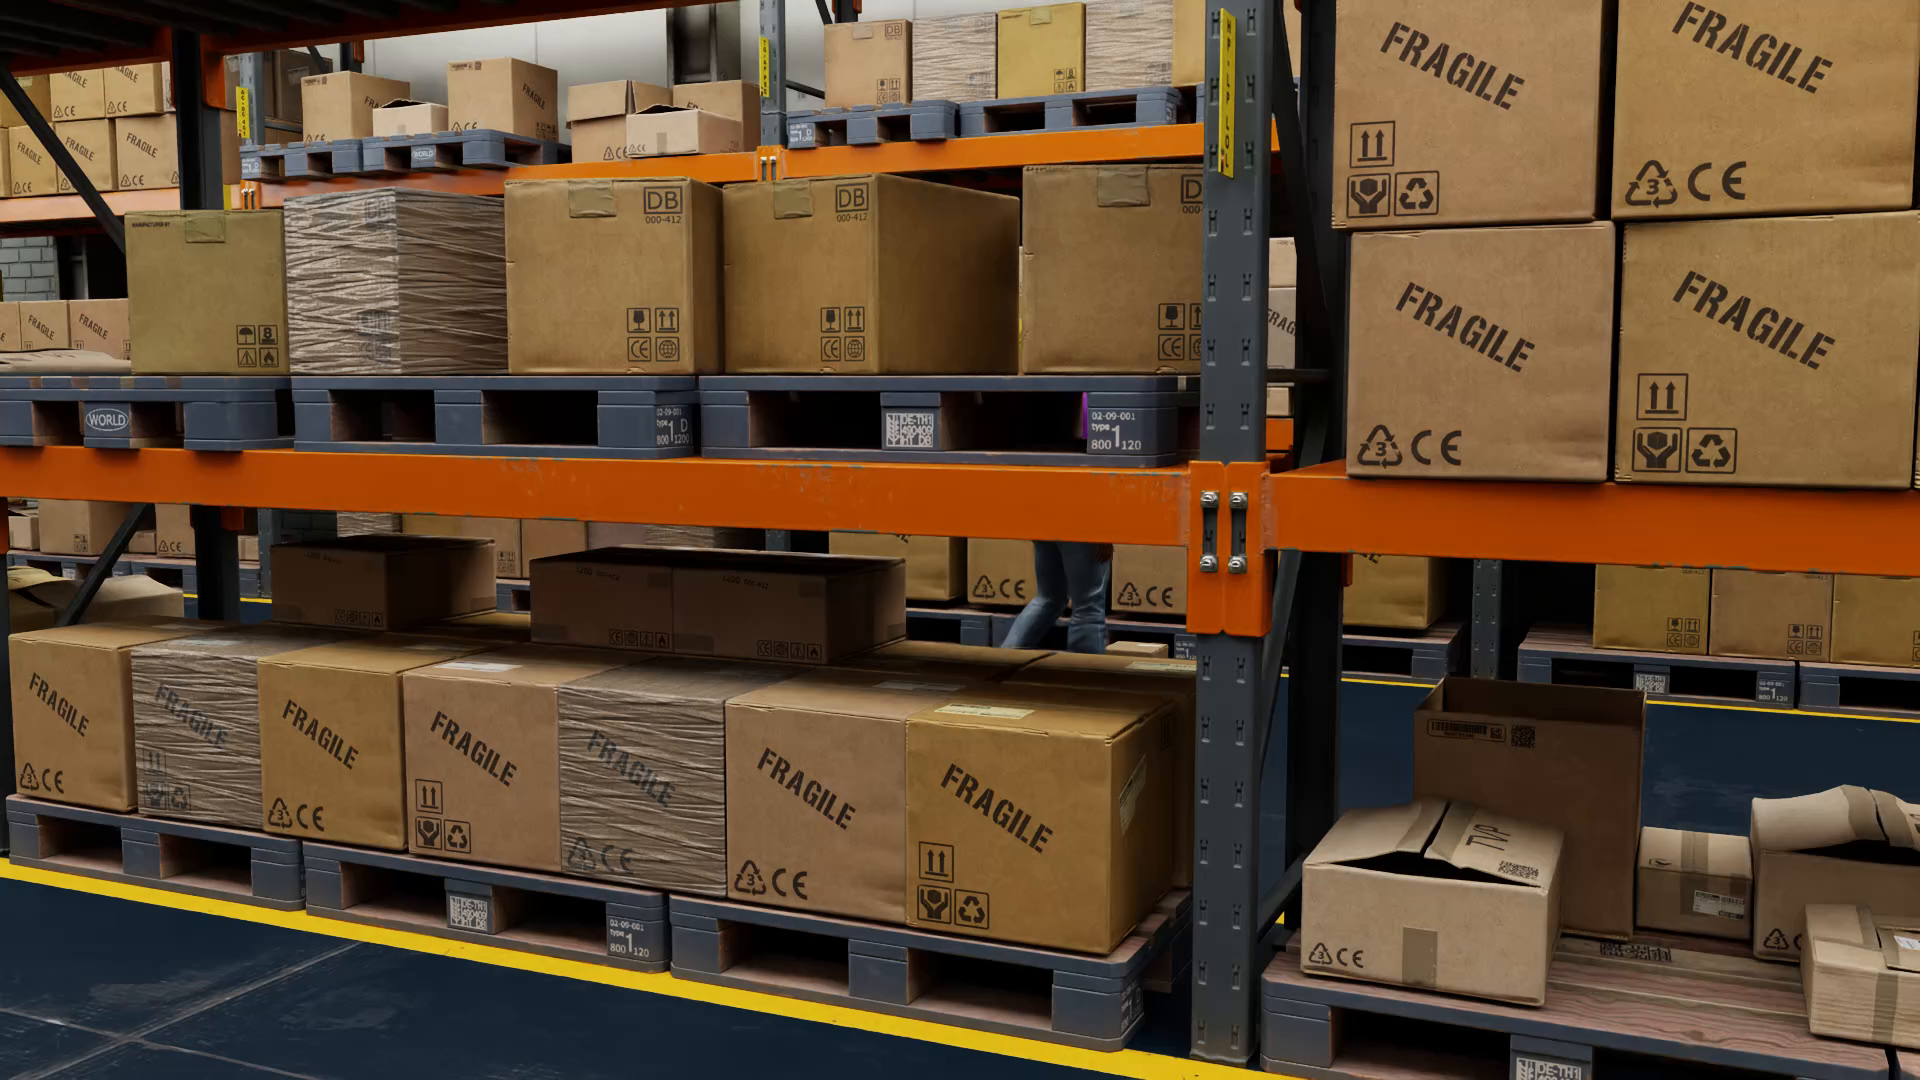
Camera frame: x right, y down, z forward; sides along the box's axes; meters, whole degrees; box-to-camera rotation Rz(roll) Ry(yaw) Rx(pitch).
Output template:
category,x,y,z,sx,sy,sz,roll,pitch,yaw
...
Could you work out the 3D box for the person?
category,x,y,z,sx,sy,sz,roll,pitch,yaw
person,0.473,-0.094,7.303,0.603,1.771,0.579,-3,7,-32
